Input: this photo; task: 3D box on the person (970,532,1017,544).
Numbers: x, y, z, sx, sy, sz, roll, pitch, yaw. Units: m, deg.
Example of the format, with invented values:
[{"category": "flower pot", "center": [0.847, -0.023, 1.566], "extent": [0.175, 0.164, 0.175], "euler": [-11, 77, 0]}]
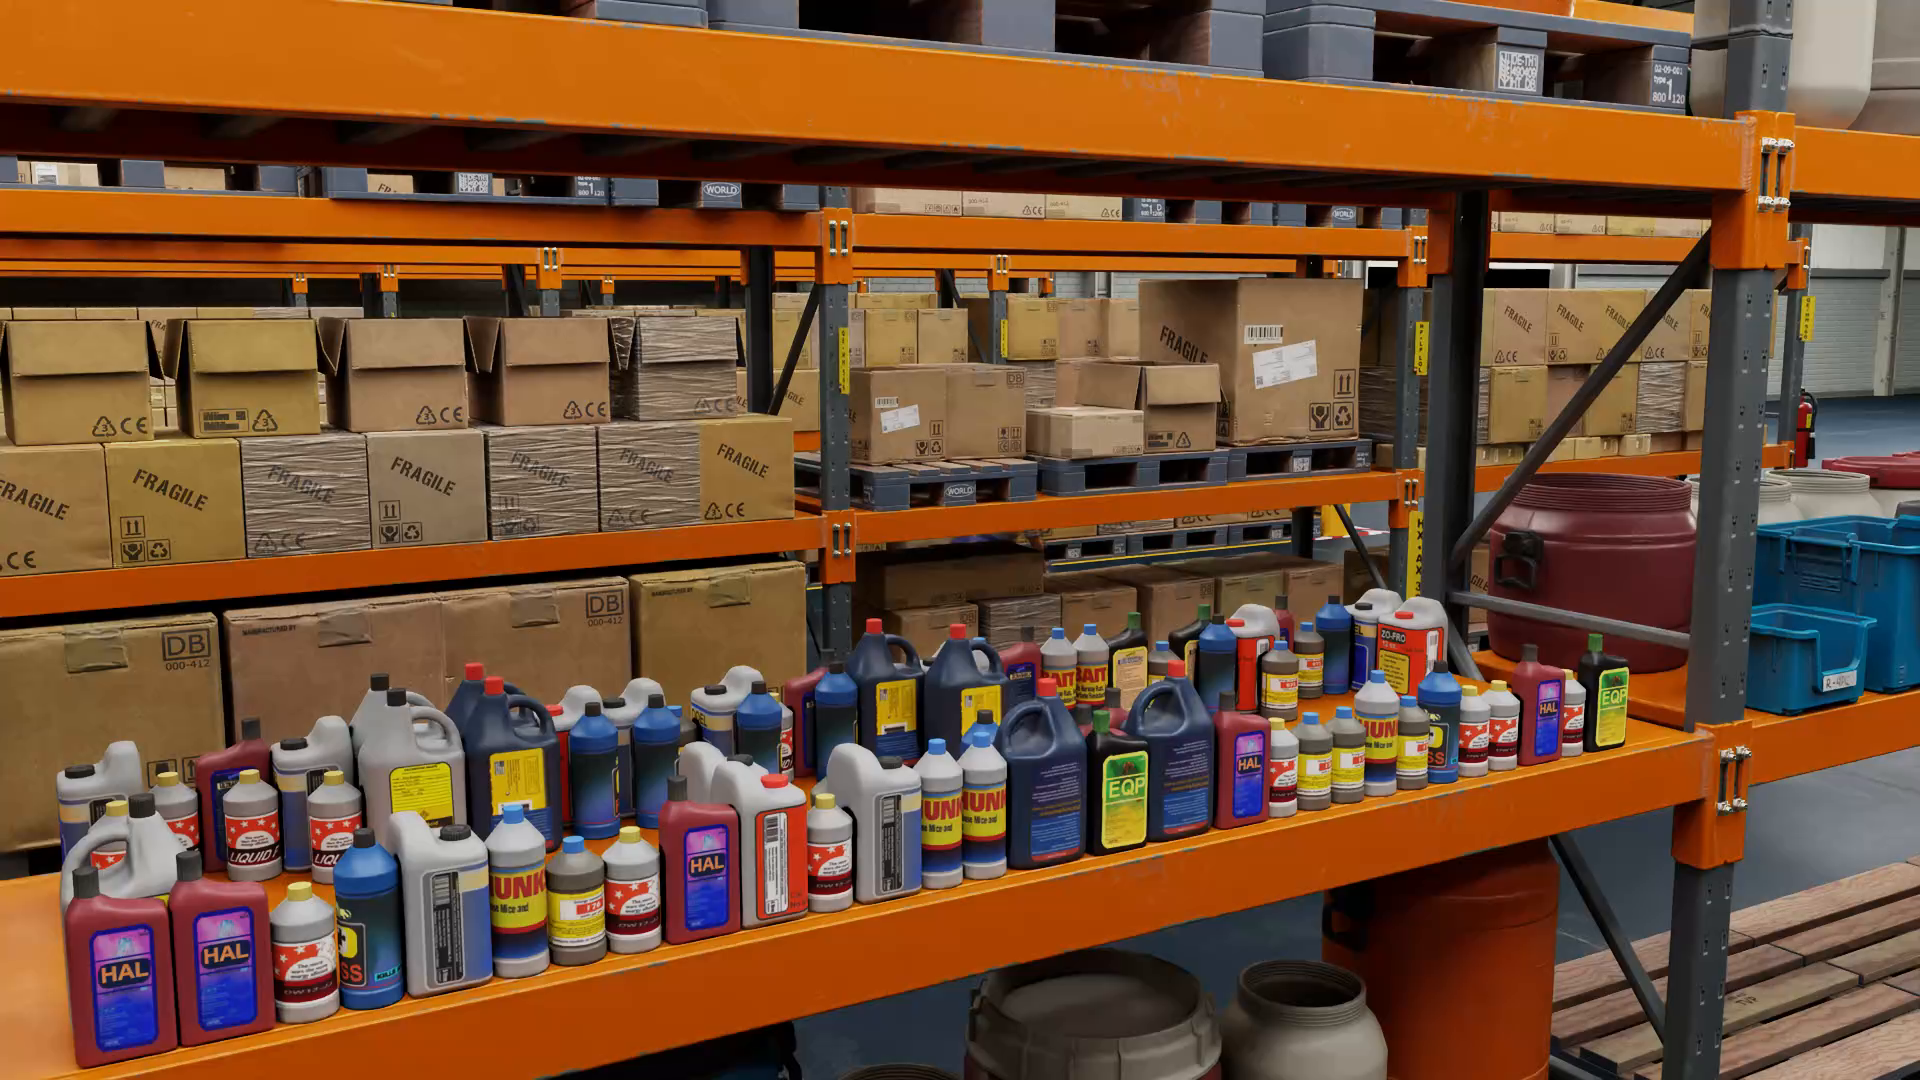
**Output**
[{"category": "person", "center": [0.292, -0.175, 12.151], "extent": [0.544, 1.639, 0.435], "euler": [-5, 10, -32]}]
